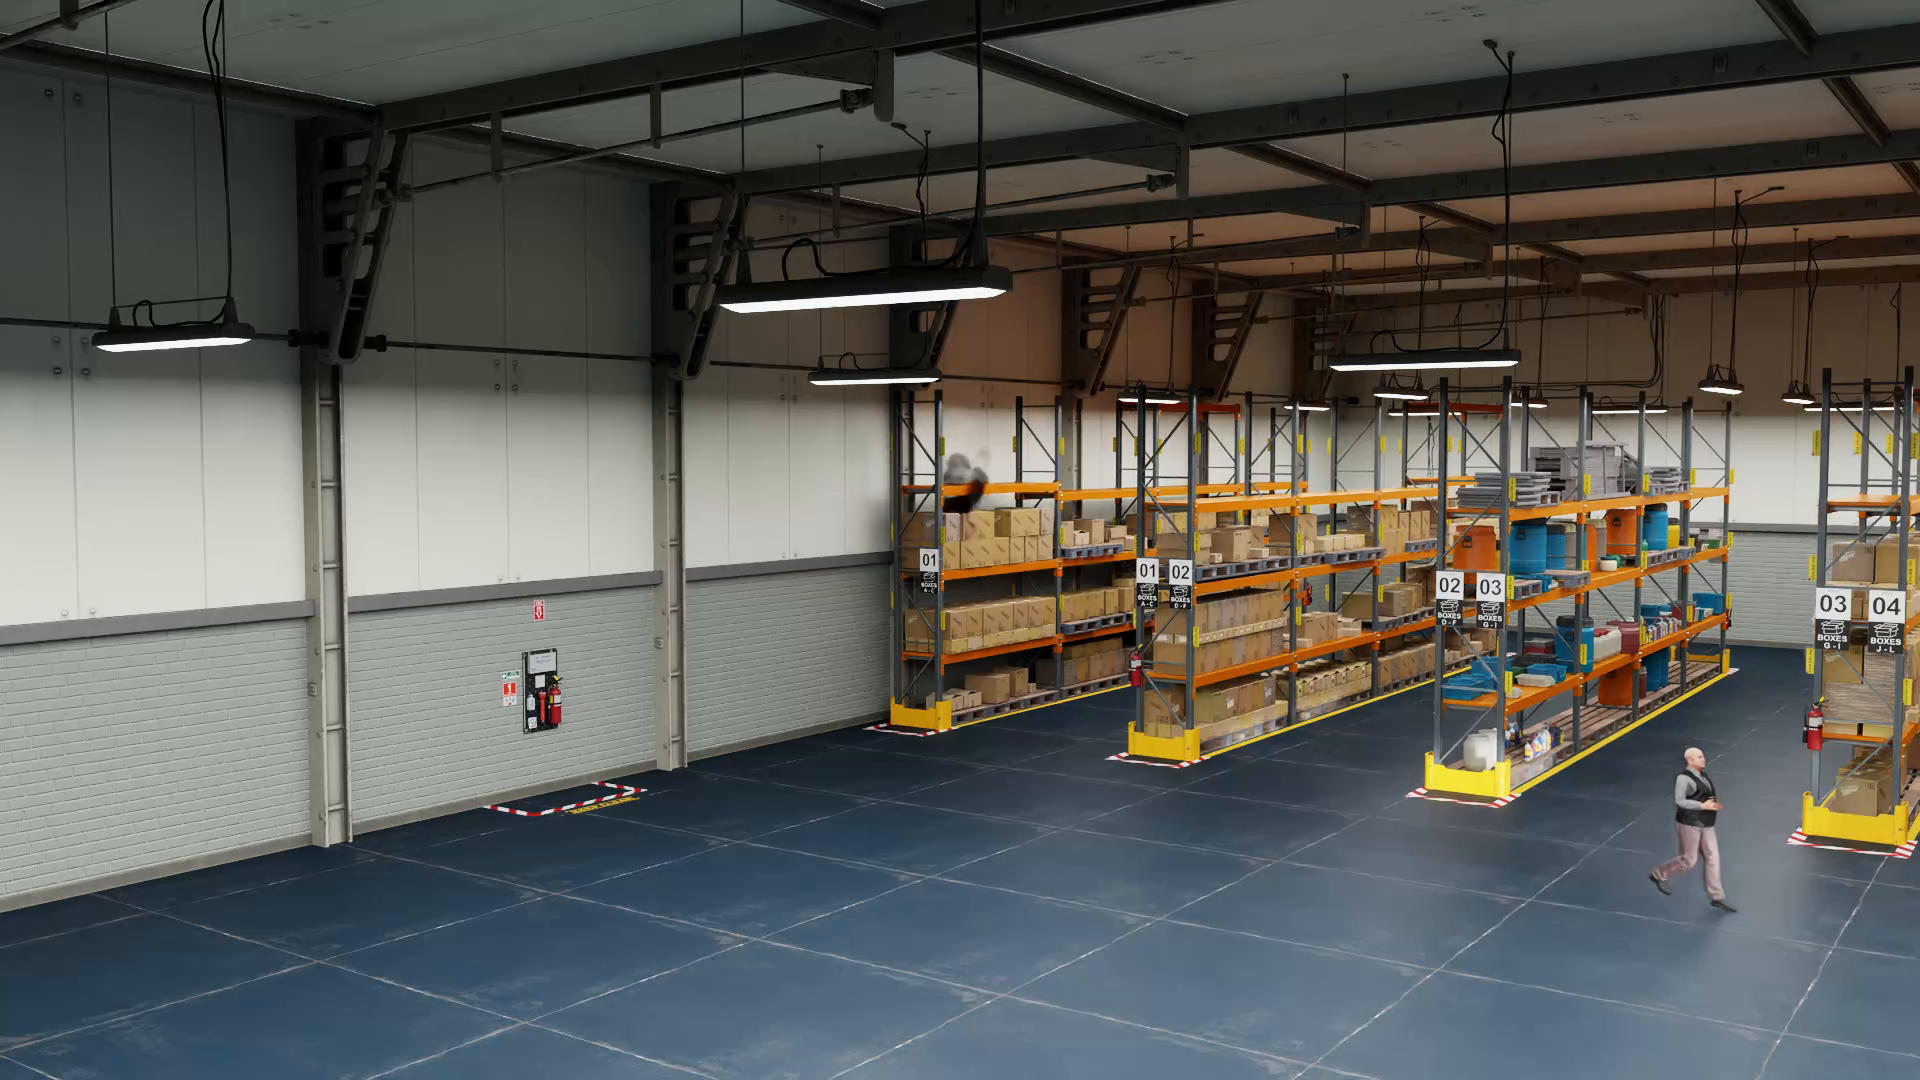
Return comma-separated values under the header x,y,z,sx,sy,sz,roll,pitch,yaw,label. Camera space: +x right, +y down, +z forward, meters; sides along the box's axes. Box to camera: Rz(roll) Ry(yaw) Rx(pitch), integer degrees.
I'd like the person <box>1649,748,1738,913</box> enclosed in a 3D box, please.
x,y,z,sx,sy,sz,roll,pitch,yaw,label
7.963,3.104,18.006,0.660,1.713,0.955,-2,4,-35,person
